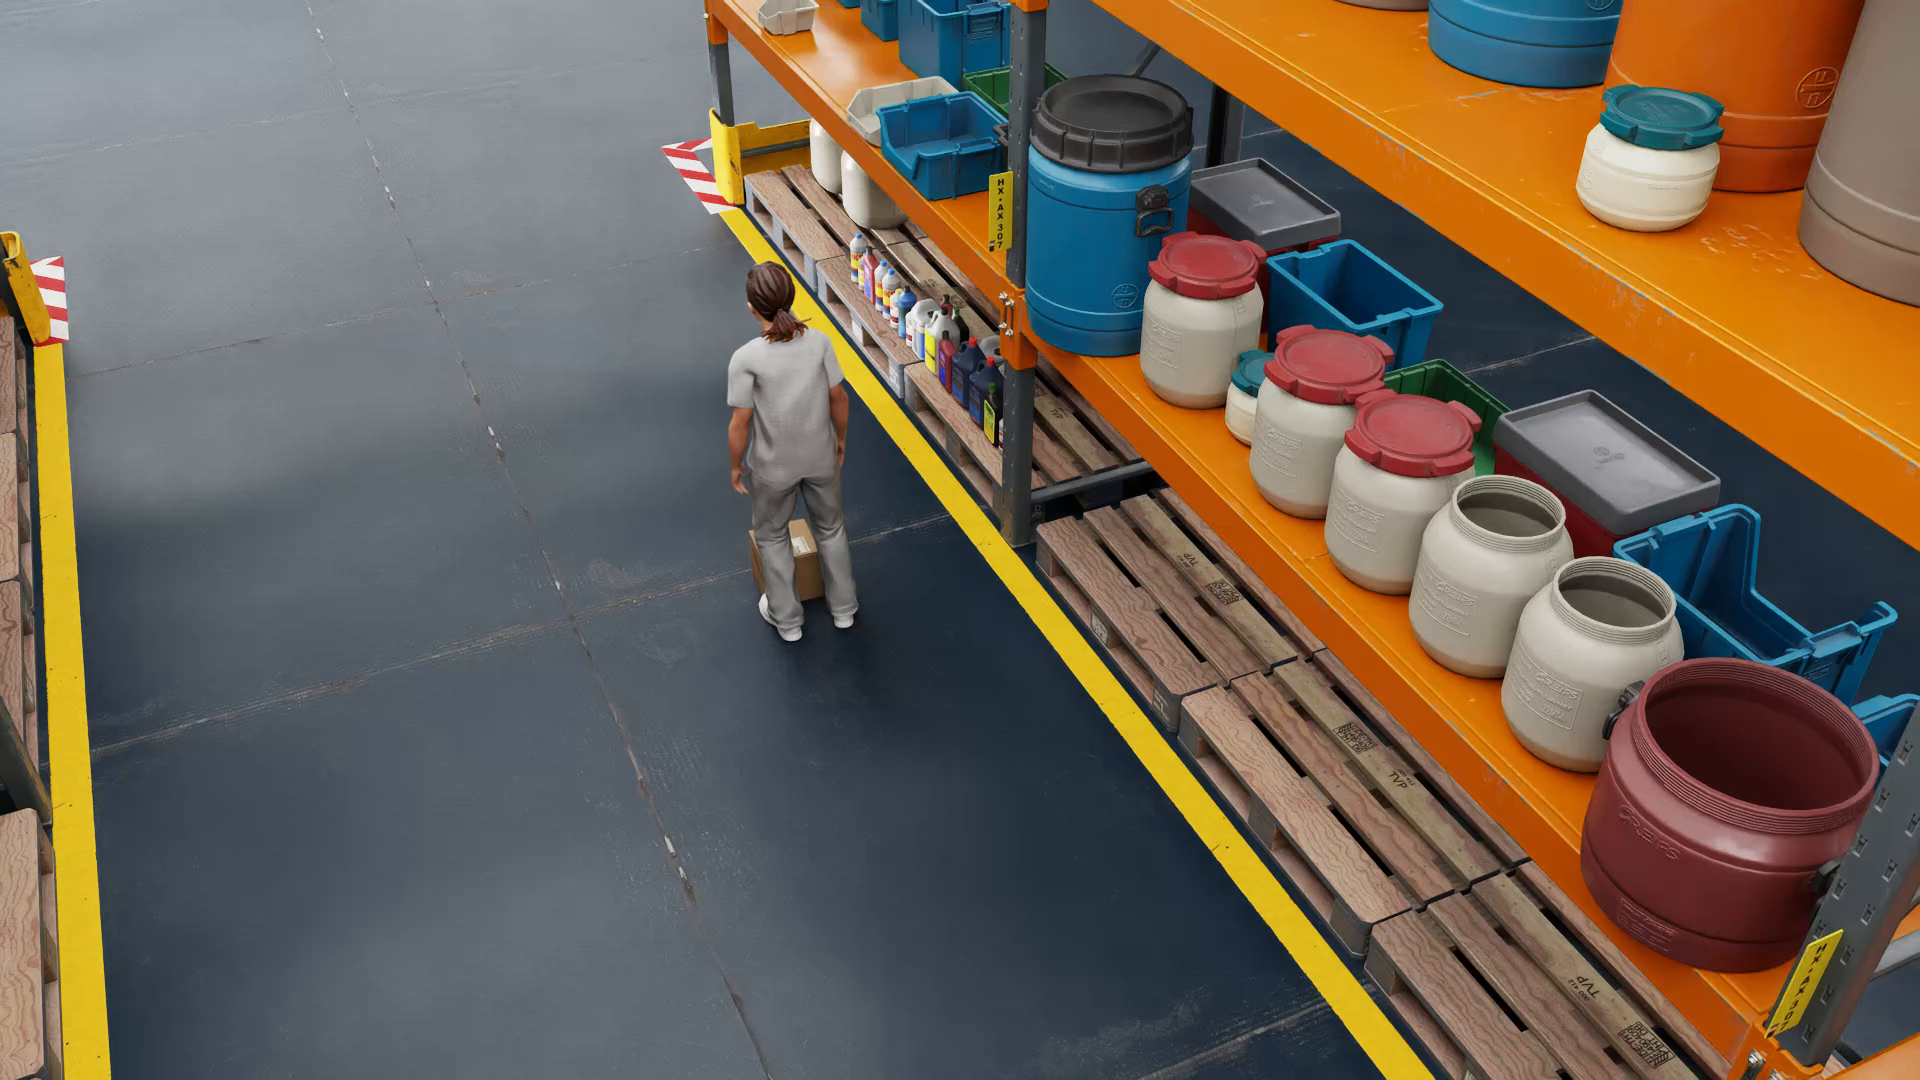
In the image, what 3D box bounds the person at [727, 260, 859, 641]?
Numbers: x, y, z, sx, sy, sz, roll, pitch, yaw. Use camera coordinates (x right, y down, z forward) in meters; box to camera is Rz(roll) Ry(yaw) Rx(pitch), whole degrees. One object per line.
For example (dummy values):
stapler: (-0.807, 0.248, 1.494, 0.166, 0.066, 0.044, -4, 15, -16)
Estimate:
person: (-0.662, -0.324, 6.576, 0.514, 1.672, 0.360, -15, 40, -18)
